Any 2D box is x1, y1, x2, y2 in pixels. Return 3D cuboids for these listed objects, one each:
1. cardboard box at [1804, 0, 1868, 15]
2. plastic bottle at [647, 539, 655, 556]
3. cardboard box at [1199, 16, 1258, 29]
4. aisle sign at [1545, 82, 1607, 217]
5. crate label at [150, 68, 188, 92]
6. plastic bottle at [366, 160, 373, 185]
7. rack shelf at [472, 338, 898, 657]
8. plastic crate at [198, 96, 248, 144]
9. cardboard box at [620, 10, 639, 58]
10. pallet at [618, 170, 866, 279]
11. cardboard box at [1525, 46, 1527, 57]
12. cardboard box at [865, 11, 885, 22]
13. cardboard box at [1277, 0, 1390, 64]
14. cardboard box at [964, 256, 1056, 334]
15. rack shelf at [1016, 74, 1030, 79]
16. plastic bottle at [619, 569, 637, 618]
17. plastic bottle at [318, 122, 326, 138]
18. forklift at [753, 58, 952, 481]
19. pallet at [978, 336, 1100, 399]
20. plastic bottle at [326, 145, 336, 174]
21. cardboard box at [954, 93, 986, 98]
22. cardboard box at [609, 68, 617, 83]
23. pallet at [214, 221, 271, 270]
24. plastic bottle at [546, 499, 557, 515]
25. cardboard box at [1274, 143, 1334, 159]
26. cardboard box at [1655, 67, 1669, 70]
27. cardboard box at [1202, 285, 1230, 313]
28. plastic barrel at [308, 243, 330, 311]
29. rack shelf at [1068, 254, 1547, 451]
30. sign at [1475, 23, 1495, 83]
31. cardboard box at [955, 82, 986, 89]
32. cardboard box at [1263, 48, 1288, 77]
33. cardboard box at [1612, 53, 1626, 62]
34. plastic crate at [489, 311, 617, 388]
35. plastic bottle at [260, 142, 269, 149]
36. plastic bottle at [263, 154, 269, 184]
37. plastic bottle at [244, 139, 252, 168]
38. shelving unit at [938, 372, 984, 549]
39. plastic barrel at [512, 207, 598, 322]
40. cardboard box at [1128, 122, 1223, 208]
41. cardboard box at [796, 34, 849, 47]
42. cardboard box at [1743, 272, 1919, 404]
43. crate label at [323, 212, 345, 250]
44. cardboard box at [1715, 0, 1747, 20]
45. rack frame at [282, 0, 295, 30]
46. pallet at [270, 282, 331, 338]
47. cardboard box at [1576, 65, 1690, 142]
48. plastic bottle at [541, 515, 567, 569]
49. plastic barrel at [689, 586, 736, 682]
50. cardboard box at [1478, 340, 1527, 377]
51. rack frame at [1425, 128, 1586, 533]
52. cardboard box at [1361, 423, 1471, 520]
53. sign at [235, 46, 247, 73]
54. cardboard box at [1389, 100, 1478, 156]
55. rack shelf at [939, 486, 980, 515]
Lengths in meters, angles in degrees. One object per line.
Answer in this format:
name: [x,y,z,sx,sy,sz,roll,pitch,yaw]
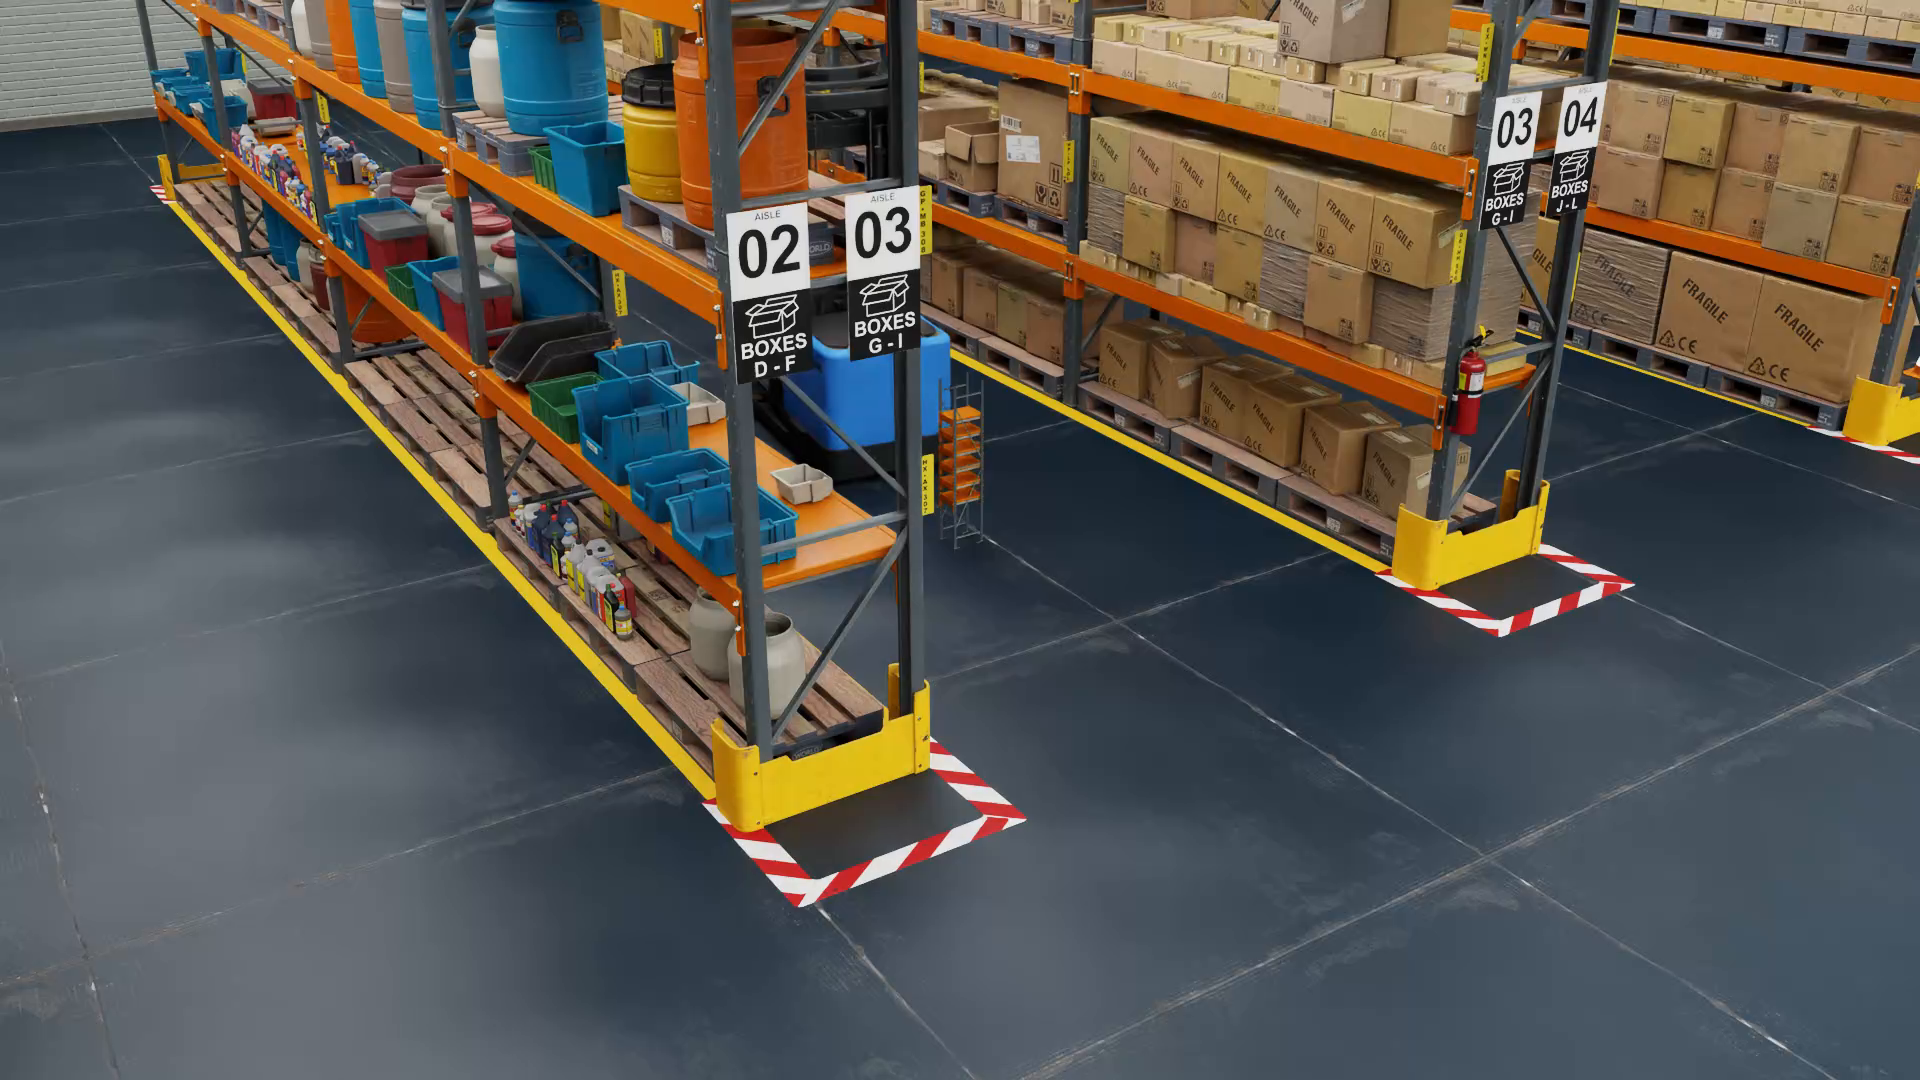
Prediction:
cardboard box: [6.947,-4.247,12.900,0.500,0.250,0.500,-15,29,-29]
plastic bottle: [-2.022,-0.047,10.965,0.061,0.283,0.133,-16,29,-30]
cardboard box: [2.024,-3.845,12.538,0.380,0.149,0.250,-17,30,-32]
aisle sign: [3.795,-2.404,10.245,0.394,0.787,0.004,-16,29,-30]
crate label: [-9.516,-5.535,20.050,0.416,0.233,0.303,-16,29,-30]
plastic bottle: [-5.518,-3.438,15.632,0.097,0.271,0.097,0,25,0]
rack shelf: [-1.732,-0.416,9.923,1.077,0.370,4.000,-16,29,-30]
plastic crate: [-7.732,-4.426,17.522,0.392,0.384,0.575,-16,29,-30]
cardboard box: [-3.786,-6.160,20.197,0.500,0.500,0.500,-15,29,-29]
pallet: [-1.010,-1.616,8.329,1.003,0.211,1.213,-16,29,-30]
cardboard box: [7.389,-6.517,22.179,0.500,0.250,0.500,-16,30,-30]
cardboard box: [-0.535,-4.919,15.281,0.500,0.250,0.500,-15,29,-28]
cardboard box: [2.451,-3.438,10.916,0.500,0.500,0.500,-16,29,-30]
cardboard box: [0.458,-2.279,15.440,0.700,0.500,0.500,-18,31,-34]
rack shelf: [2.261,-5.551,20.801,1.077,0.370,4.000,-16,29,-30]
plastic bottle: [-2.036,0.327,10.172,0.061,0.283,0.133,-16,29,-30]
plastic bottle: [-6.415,-4.043,16.822,0.144,0.351,0.185,-16,29,-30]
forklift: [-1.129,-2.371,13.303,1.130,2.935,3.031,-11,27,-22]
pallet: [0.900,-1.628,14.914,1.003,0.211,1.213,-16,29,-30]
plastic bottle: [-6.125,-3.716,16.222,0.097,0.271,0.097,0,25,0]
cardboard box: [0.141,-6.184,23.450,0.380,0.149,0.250,-17,30,-32]
cardboard box: [-4.184,-5.851,20.887,0.380,0.149,0.250,-16,30,-30]
pallet: [-7.625,-3.311,18.479,1.003,0.211,1.213,-16,29,-30]
plastic bottle: [-2.729,-0.127,11.134,0.061,0.283,0.133,-16,29,-30]
cardboard box: [2.618,-2.609,12.088,0.500,0.500,0.500,-16,29,-30]
cardboard box: [8.514,-5.603,19.870,0.380,0.149,0.250,-17,30,-31]
cardboard box: [2.021,-1.817,12.342,0.380,0.149,0.250,-16,29,-30]
plastic barrel: [-5.905,-2.562,15.958,0.600,0.588,0.708,-16,29,-30]
rack shelf: [2.418,-1.570,12.368,1.077,0.370,4.000,-16,29,-30]
sign: [3.033,-2.815,9.611,0.100,0.325,0.005,-16,29,-30]
cardboard box: [0.157,-6.585,24.299,0.380,0.149,0.250,-17,30,-31]
cardboard box: [2.282,-3.252,11.282,0.380,0.149,0.250,-17,30,-32]
cardboard box: [8.083,-6.133,20.232,0.500,0.500,0.500,-15,29,-29]
plastic crate: [-2.645,-1.212,10.838,0.767,0.338,0.504,-16,29,-30]
plastic bottle: [-6.964,-3.879,16.648,0.097,0.201,0.097,0,25,0]
plastic bottle: [-6.585,-3.544,15.856,0.097,0.271,0.097,0,25,0]
plastic bottle: [-7.018,-3.827,16.456,0.097,0.271,0.097,0,25,0]
shelving unit: [0.008,-0.537,11.445,0.258,1.200,0.189,-16,29,-30]
plastic barrel: [-2.781,-1.892,11.620,0.600,0.901,0.708,-16,29,-30]
cardboard box: [1.633,-2.844,12.587,0.500,0.500,0.500,-16,29,-30]
cardboard box: [-1.597,-5.040,17.582,0.797,0.503,0.637,-15,29,-28]
cardboard box: [7.295,-1.756,13.916,0.875,0.875,0.875,-15,29,-29]
crate label: [-5.092,-2.574,13.847,0.303,0.233,0.416,-16,29,-30]
cardboard box: [6.423,-4.364,13.614,0.380,0.149,0.250,-15,29,-29]
rack frame: [-5.008,-5.600,13.035,1.000,3.000,0.127,-16,29,-30]
pallet: [-6.135,-2.335,16.411,1.003,0.211,1.213,-16,29,-30]
cardboard box: [6.107,-3.977,15.183,0.875,0.550,0.550,-16,29,-30]
plastic bottle: [-2.628,-0.005,10.797,0.144,0.351,0.185,-17,30,-32]
plastic barrel: [-1.337,0.512,9.536,0.421,0.512,0.421,0,25,0]
cardboard box: [3.554,-1.224,11.086,0.380,0.149,0.250,-16,29,-30]
rack frame: [3.509,-1.180,10.699,1.000,3.000,0.127,-16,29,-30]
cardboard box: [3.183,-0.467,11.624,0.500,0.500,0.500,-10,27,-20]
sign: [-8.923,-5.957,20.626,0.100,0.325,0.005,-16,29,-30]
cardboard box: [3.033,-2.582,10.330,0.500,0.250,0.500,-15,29,-28]
rack shelf: [0.008,-0.280,11.567,0.258,0.103,0.180,-16,29,-30]
